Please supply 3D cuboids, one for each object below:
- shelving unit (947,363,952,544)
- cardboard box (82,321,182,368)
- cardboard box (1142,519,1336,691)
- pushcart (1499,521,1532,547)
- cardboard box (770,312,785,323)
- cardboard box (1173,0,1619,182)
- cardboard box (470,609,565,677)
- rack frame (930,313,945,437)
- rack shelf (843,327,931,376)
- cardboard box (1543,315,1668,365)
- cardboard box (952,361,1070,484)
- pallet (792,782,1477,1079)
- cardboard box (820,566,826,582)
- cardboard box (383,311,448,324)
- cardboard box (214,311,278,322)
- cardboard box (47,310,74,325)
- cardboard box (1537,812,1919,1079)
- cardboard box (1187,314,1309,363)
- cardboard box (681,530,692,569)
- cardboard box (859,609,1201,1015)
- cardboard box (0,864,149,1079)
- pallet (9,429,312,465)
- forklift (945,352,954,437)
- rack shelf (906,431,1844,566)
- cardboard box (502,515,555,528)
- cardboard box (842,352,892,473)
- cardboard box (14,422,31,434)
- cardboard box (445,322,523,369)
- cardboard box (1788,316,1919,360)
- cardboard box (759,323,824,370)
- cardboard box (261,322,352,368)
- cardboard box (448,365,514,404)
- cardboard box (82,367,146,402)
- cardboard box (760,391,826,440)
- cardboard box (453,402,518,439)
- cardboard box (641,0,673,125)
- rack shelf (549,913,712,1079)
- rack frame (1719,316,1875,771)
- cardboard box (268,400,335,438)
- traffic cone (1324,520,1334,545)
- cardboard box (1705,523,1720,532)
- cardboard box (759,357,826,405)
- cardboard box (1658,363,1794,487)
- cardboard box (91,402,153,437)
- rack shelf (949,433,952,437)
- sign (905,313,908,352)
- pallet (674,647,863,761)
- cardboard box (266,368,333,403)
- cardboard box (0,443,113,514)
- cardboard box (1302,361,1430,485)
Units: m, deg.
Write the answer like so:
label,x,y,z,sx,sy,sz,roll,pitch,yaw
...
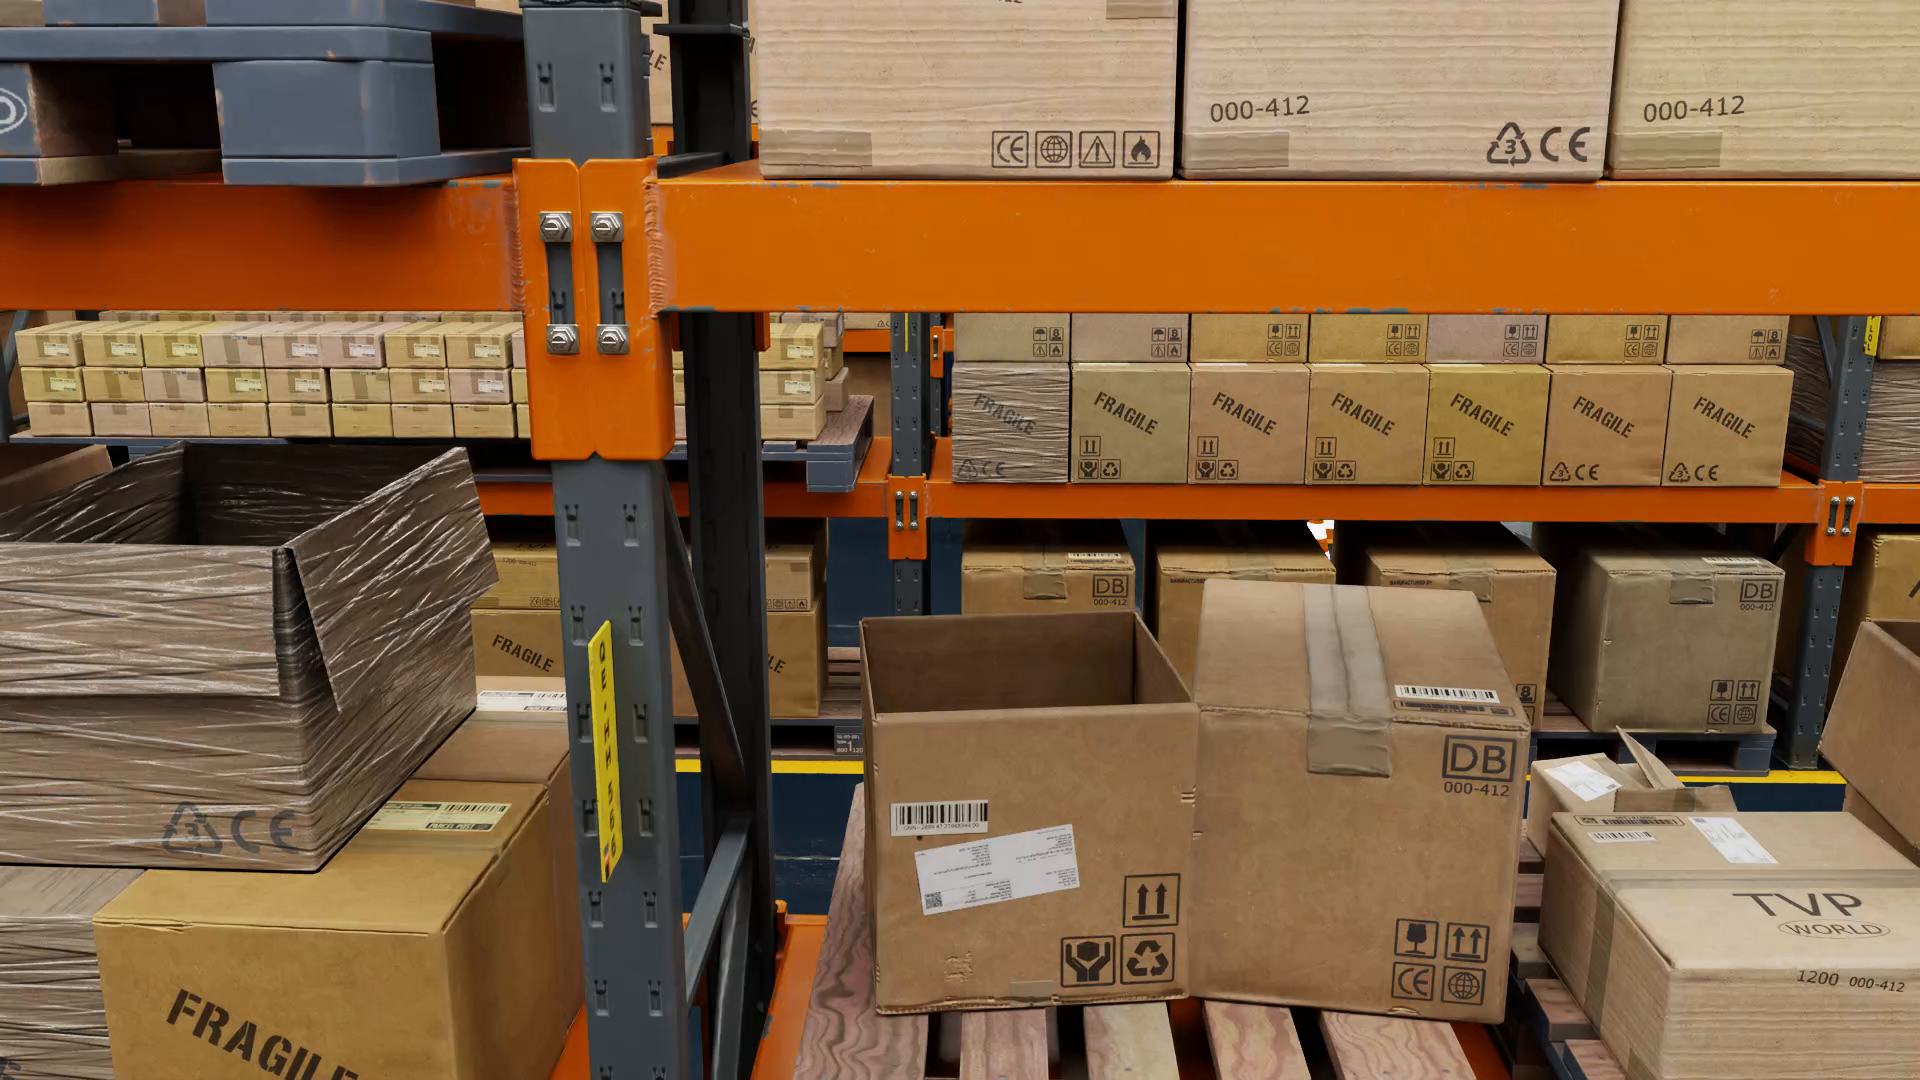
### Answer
label,x,y,z,sx,sy,sz,roll,pitch,yaw
shelving unit,0.014,-0.580,11.187,0.189,1.200,0.258,0,15,1
cardboard box,-3.557,-0.847,7.174,0.250,0.149,0.380,1,15,3
cardboard box,1.261,0.345,7.741,0.750,0.750,1.050,1,15,2
pushcart,3.797,0.041,10.446,0.936,0.377,1.648,-5,16,-18
cardboard box,-0.945,-0.995,7.733,0.250,0.149,0.380,0,15,0
cardboard box,0.530,-0.614,2.202,0.500,0.250,0.500,1,15,3
cardboard box,-1.932,0.492,7.670,0.500,0.500,0.500,0,15,-1
rack frame,-0.194,-1.835,12.415,0.127,3.000,1.000,0,15,1
rack shelf,-2.193,-1.500,12.556,4.000,0.370,1.077,0,15,1
cardboard box,2.769,-1.082,7.406,0.500,0.500,0.700,0,15,0
cardboard box,0.223,-0.549,7.343,0.500,0.500,0.500,1,15,2
pallet,0.268,0.763,2.946,1.003,0.211,1.213,0,15,1
cardboard box,-0.920,0.364,8.157,0.500,0.500,0.500,0,15,-1
cardboard box,-2.509,-1.006,7.775,0.250,0.149,0.380,0,15,-1
cardboard box,-3.285,-1.011,7.794,0.250,0.149,0.380,0,15,0
cardboard box,-6.704,-1.855,12.295,0.500,0.500,0.500,0,15,1
cardboard box,1.223,0.631,2.538,0.500,0.250,0.500,0,15,0
cardboard box,1.248,-1.093,7.445,0.500,0.500,0.700,0,15,1
cardboard box,-1.415,0.133,7.563,0.500,0.250,0.500,1,15,2
cardboard box,0.094,0.434,2.795,0.500,0.500,0.500,-1,15,-5
cardboard box,-1.445,0.699,2.614,0.500,0.500,0.500,0,15,1
pallet,-3.457,-0.463,7.592,1.213,0.211,1.003,0,15,1
forklift,0.663,-2.201,13.935,3.031,2.935,1.130,1,15,2
rack shelf,1.780,-0.211,7.670,4.000,0.370,1.077,0,15,1
cardboard box,-1.904,-0.005,8.086,0.500,0.250,0.500,0,15,2
cardboard box,-0.882,-1.036,12.730,0.875,0.875,0.875,0,15,1
cardboard box,-4.493,-0.562,8.082,0.250,0.149,0.380,1,15,3
cardboard box,-2.013,-0.836,7.133,0.250,0.149,0.380,1,15,4
cardboard box,4.148,-1.129,7.330,0.550,0.550,0.875,0,15,1
cardboard box,-0.721,-0.827,7.099,0.250,0.149,0.380,0,15,-1
cardboard box,-2.795,-0.841,7.151,0.250,0.149,0.380,0,15,1
cardboard box,-2.014,-0.692,7.170,0.250,0.149,0.380,1,15,3
cardboard box,-3.577,-0.702,7.208,0.250,0.149,0.380,0,15,0
cardboard box,-0.724,-0.540,7.174,0.250,0.149,0.380,1,15,2
cardboard box,-2.006,-0.549,7.211,0.250,0.149,0.380,1,15,3
cardboard box,-1.297,-2.010,7.001,0.500,0.500,0.500,0,15,1
rack shelf,-2.446,1.027,2.977,4.000,0.370,1.077,0,15,1
rack frame,3.780,-0.546,7.529,0.127,3.000,1.000,0,15,1
cardboard box,-2.803,-0.553,7.226,0.250,0.149,0.380,0,15,-1
traffic cone,2.530,-0.233,11.317,0.334,0.463,0.336,0,15,1
cardboard box,4.841,-0.247,11.293,0.500,0.500,0.500,13,19,40
cardboard box,-0.725,-0.684,7.140,0.250,0.149,0.380,1,15,3
cardboard box,3.251,-0.529,7.271,0.500,0.500,0.500,0,15,1
cardboard box,-3.558,-0.559,7.250,0.250,0.149,0.380,1,15,2
rack shelf,0.014,-0.653,11.167,0.180,0.103,0.258,0,15,1
sign,-0.223,-0.955,6.965,0.005,0.325,0.100,0,15,1
pallet,-1.000,0.771,8.004,1.213,0.211,1.003,0,15,1
cardboard box,-2.789,-0.698,7.192,0.250,0.149,0.380,1,15,4
cardboard box,-1.829,0.145,2.748,0.637,0.503,0.797,1,15,3
cardboard box,1.733,-0.539,7.306,0.500,0.500,0.500,0,15,1
